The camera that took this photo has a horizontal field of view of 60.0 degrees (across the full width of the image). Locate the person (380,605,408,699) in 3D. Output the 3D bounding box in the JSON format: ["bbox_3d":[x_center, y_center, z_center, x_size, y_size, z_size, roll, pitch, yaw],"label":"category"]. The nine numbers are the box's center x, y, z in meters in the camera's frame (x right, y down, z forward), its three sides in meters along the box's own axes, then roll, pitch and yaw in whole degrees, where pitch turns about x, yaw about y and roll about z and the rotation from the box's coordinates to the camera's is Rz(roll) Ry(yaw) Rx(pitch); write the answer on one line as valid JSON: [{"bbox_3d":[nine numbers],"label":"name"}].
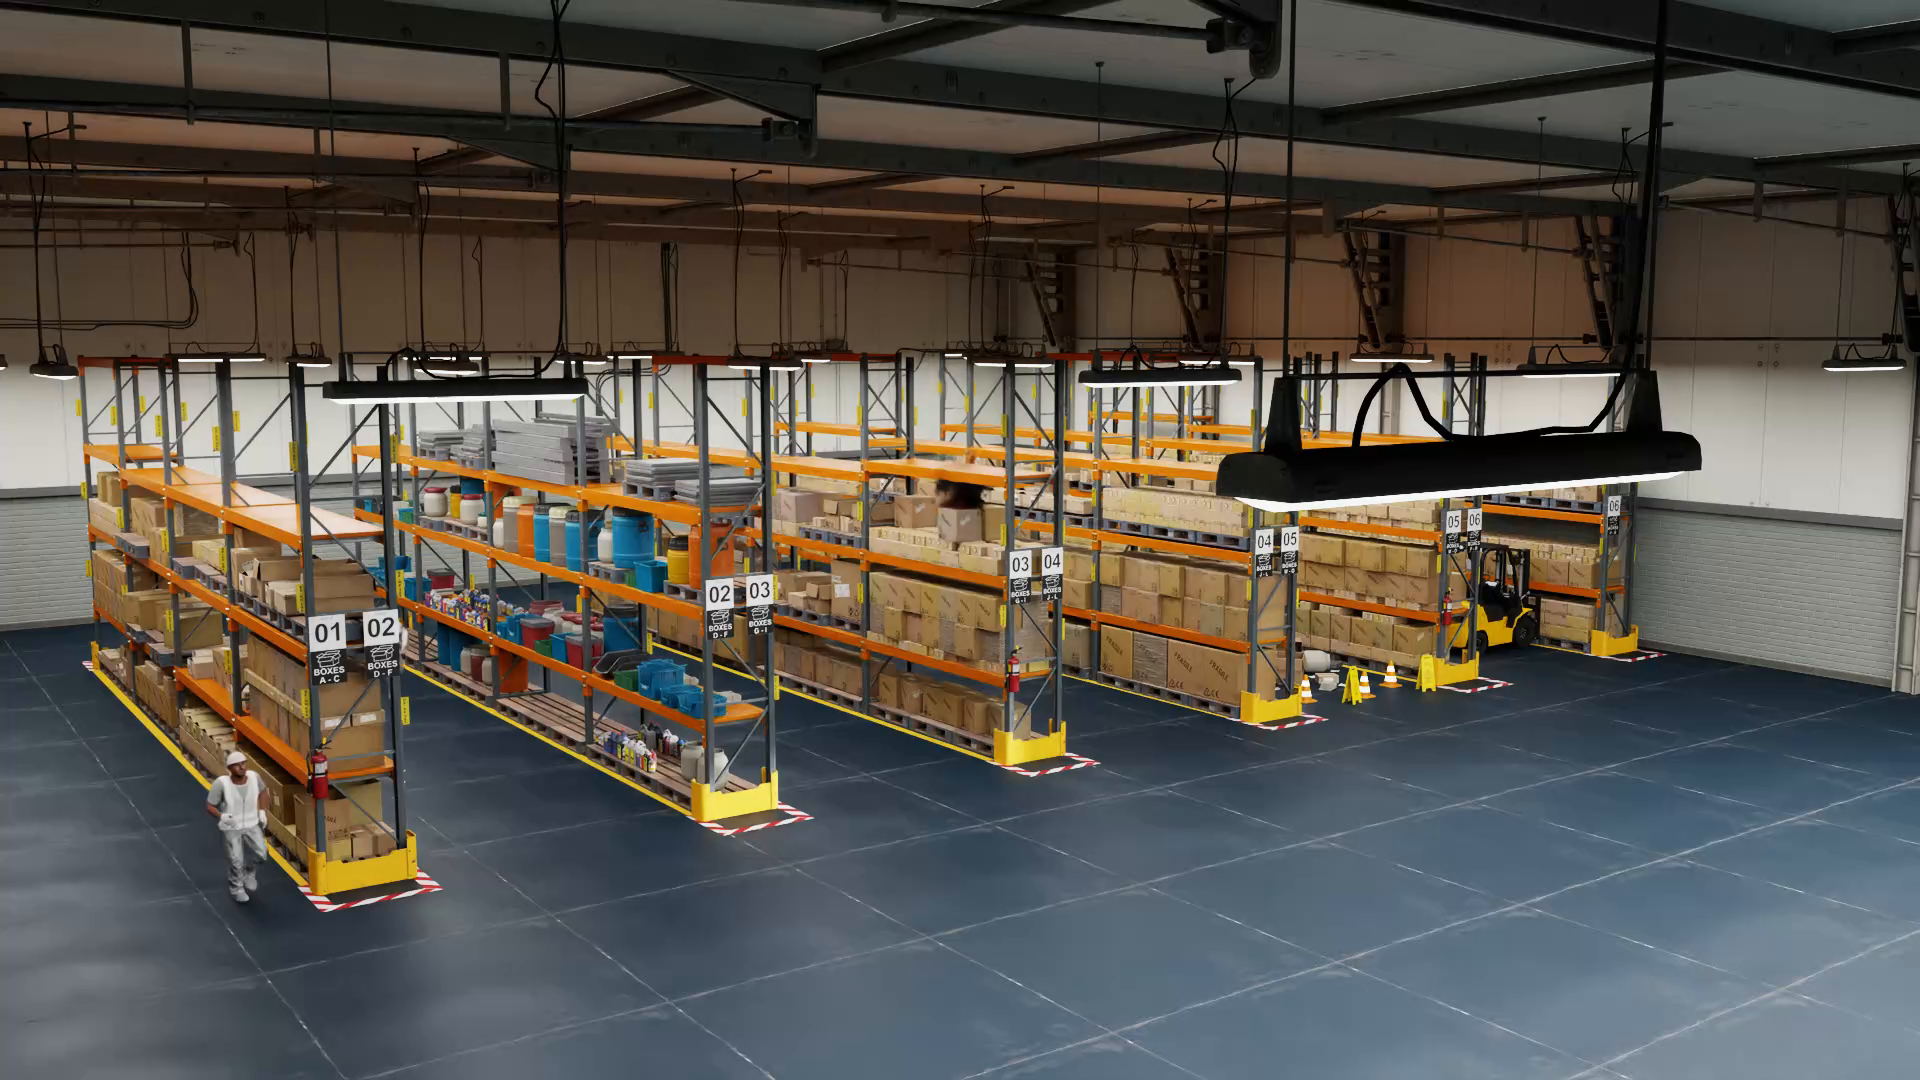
[{"bbox_3d":[-10.045,1.964,29.332,0.674,1.660,0.528,-4,8,-32],"label":"person"}]

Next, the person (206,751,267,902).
[{"bbox_3d":[-8.036,3.219,18.623,0.702,1.734,0.587,-6,9,-42],"label":"person"}]

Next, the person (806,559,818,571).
[{"bbox_3d":[-3.785,0.298,42.464,0.632,1.824,0.705,6,9,41],"label":"person"}]

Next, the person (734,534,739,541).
[{"bbox_3d":[-5.490,0.658,40.054,0.709,1.688,0.619,1,7,11],"label":"person"}]
